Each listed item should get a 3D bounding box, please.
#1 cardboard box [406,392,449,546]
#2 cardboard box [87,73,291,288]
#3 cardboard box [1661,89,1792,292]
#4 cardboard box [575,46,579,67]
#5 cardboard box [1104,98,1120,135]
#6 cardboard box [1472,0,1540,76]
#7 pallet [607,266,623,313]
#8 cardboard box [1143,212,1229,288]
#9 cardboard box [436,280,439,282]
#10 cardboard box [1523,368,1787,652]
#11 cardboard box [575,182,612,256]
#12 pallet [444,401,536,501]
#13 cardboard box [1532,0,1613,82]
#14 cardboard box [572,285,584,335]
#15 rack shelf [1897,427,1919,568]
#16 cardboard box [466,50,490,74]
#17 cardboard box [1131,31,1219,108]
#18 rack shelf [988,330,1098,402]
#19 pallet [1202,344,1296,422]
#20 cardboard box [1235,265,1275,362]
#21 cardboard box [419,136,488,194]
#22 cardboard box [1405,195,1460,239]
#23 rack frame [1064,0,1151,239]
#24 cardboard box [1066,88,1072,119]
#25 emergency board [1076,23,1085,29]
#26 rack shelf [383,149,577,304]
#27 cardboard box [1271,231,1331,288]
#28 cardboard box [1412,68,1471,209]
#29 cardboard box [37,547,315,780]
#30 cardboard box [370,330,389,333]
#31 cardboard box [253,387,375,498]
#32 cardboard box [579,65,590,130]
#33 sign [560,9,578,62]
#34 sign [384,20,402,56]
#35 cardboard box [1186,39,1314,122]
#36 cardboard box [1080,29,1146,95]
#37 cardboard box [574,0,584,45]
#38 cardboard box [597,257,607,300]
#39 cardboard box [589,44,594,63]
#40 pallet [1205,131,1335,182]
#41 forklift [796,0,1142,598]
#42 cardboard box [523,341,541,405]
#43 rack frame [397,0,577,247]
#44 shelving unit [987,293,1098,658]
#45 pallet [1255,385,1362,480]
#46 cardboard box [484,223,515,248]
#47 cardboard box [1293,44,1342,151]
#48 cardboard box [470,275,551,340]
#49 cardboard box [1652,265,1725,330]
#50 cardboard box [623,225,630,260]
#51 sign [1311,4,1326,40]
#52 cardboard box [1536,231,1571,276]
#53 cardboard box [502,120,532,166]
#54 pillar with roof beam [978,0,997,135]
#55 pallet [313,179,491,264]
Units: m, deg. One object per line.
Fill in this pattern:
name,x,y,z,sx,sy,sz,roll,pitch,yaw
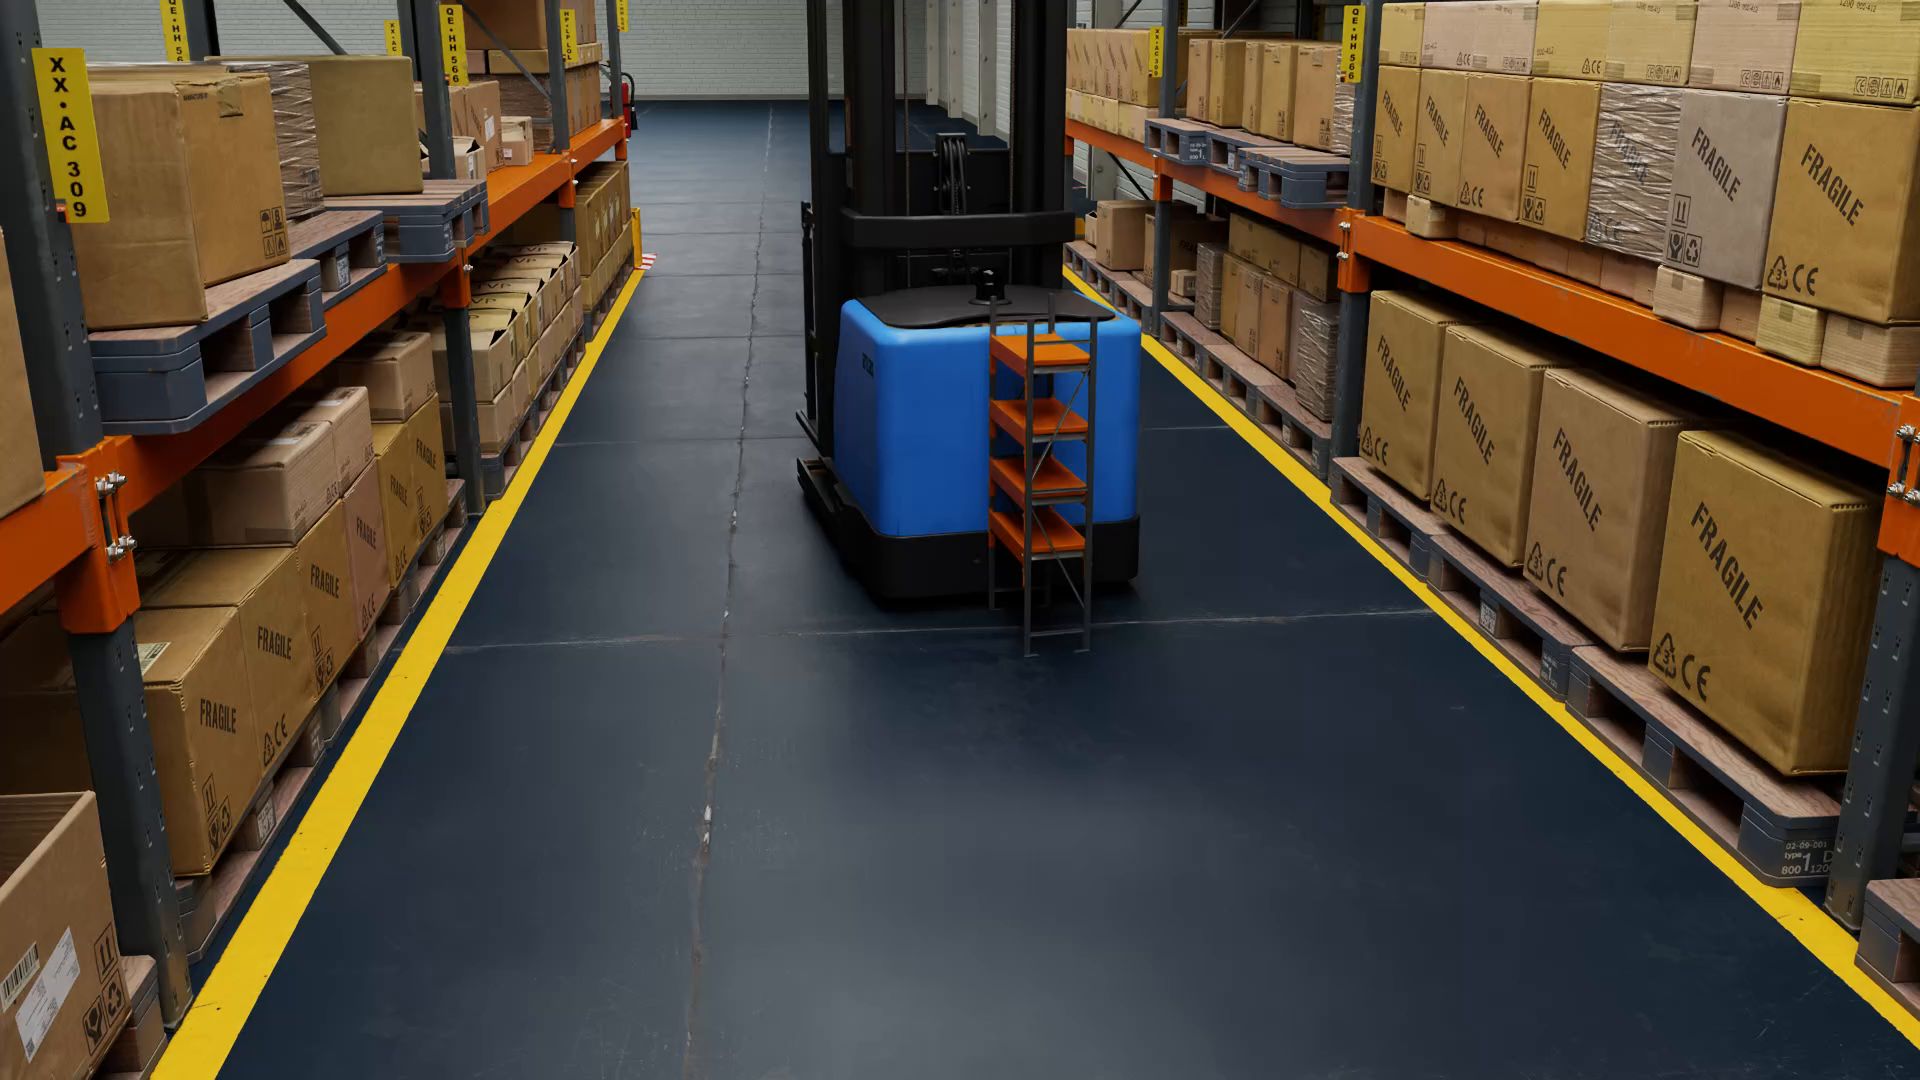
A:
cardboard box,-2.327,-0.278,6.493,0.500,0.500,0.500,-1,17,-3
cardboard box,-2.205,-0.939,4.293,0.700,0.500,0.500,1,17,3
cardboard box,2.321,-0.975,4.578,0.500,0.500,0.500,-2,18,-5
cardboard box,-3.068,-3.628,12.476,0.380,0.149,0.250,-2,18,-6
cardboard box,1.396,-3.246,12.724,0.500,0.250,0.500,-2,18,-6
cardboard box,2.172,-1.791,5.925,0.500,0.250,0.500,-2,18,-5
pallet,-3.239,-1.996,13.182,1.003,0.211,1.213,-2,18,-6
cardboard box,1.710,-2.203,12.625,0.500,0.500,0.500,-3,18,-10
cardboard box,-3.174,-1.445,9.726,0.500,0.311,0.500,-2,18,-7
cardboard box,2.391,-0.123,5.450,0.750,0.750,0.750,-1,17,-4
cardboard box,-2.910,-2.416,12.501,0.500,0.500,0.500,-2,18,-6
pallet,-2.703,-0.448,8.251,1.003,0.211,1.213,-2,18,-6
cardboard box,2.231,-1.639,5.441,0.500,0.250,0.500,-2,18,-7
cardboard box,-2.739,-1.498,10.829,0.500,0.250,0.500,-2,18,-6
rack shelf,2.888,0.445,1.953,1.077,0.370,4.000,-2,18,-6
cardboard box,-3.311,-3.155,10.970,0.380,0.149,0.250,-2,18,-6
cardboard box,1.501,-3.305,11.661,0.500,0.500,0.500,-2,18,-6
rack shelf,0.283,-0.613,5.815,0.258,0.148,0.480,-4,18,-13
pallet,2.068,-0.951,9.854,1.003,0.211,1.213,-2,18,-6
cardboard box,2.065,-1.371,9.974,0.700,0.500,0.500,-2,17,-5
cardboard box,-2.557,-1.762,7.930,0.500,0.311,0.500,-2,18,-6
cardboard box,2.034,-1.313,6.739,0.380,0.149,0.250,-1,17,-4
rack frame,1.444,-4.070,15.132,1.000,3.000,0.127,-2,18,-6
cardboard box,1.179,-3.852,14.657,0.500,0.250,0.500,-2,18,-7
emergency board,1.541,-6.413,22.595,0.194,1.169,0.643,-2,18,-6
rack shelf,-2.864,-1.785,9.054,1.077,0.370,4.000,-2,18,-6
cardboard box,2.089,-1.599,9.449,0.500,0.250,0.500,-2,18,-6
cardboard box,2.110,-1.576,6.493,0.500,0.500,0.500,-1,17,-4
cardboard box,-2.118,0.332,4.549,0.500,0.500,0.500,-2,17,-5
cardboard box,-2.956,-0.836,7.787,0.500,0.311,0.500,-1,17,-4
cardboard box,-2.208,-0.314,5.357,0.500,0.250,0.500,-2,18,-7
cardboard box,-3.343,-3.519,13.212,0.700,0.500,0.500,-2,18,-5
sign,-2.531,-3.258,10.746,0.100,0.325,0.005,-2,18,-6
sign,-3.622,-3.157,10.647,0.100,0.325,0.005,-2,18,-6
cardboard box,1.876,-2.983,10.769,0.700,0.500,0.500,-2,18,-5
cardboard box,1.283,-3.912,13.595,0.500,0.500,0.500,-2,18,-7
cardboard box,-3.329,-4.120,12.960,0.700,0.500,0.500,-2,18,-5
cardboard box,-2.863,-1.909,12.139,0.500,0.250,0.500,-2,18,-6
cardboard box,-3.175,-3.935,13.455,0.380,0.149,0.250,-2,17,-5
pallet,2.025,-2.183,9.443,1.003,0.211,1.213,-2,18,-6
forklift,-0.149,-1.581,7.321,1.130,2.935,3.031,-4,18,-13
cardboard box,-2.532,-0.890,8.893,0.500,0.250,0.500,-2,18,-7
rack frame,-3.070,-2.724,10.845,1.000,3.000,0.127,-2,18,-6
shelving unit,0.283,-0.238,5.933,0.258,1.200,0.503,-4,18,-13
pallet,2.190,-0.588,8.699,1.003,0.211,1.213,-2,18,-6
cardboard box,-3.375,-2.251,11.976,0.500,0.500,0.500,-2,18,-6
cardboard box,2.127,-2.249,8.432,0.700,0.500,0.500,-3,18,-11
cardboard box,-2.586,-1.314,9.309,0.500,0.311,0.500,-2,18,-6
cardboard box,2.249,-0.706,4.804,0.380,0.149,0.250,-2,18,-6
cardboard box,-3.070,-2.505,14.036,0.500,0.250,0.500,-2,18,-6
sign,2.409,-3.448,11.220,0.100,0.325,0.005,-2,18,-6
cardboard box,2.242,-1.014,5.785,0.380,0.149,0.250,-2,18,-5
cardboard box,-2.796,-2.403,10.049,0.396,0.266,0.258,-2,18,-7
pillar with roof beam,-3.761,-11.980,30.312,9.100,9.000,0.400,-2,18,-6
pallet,-2.518,-1.241,6.441,1.213,0.211,1.003,-2,18,-6
